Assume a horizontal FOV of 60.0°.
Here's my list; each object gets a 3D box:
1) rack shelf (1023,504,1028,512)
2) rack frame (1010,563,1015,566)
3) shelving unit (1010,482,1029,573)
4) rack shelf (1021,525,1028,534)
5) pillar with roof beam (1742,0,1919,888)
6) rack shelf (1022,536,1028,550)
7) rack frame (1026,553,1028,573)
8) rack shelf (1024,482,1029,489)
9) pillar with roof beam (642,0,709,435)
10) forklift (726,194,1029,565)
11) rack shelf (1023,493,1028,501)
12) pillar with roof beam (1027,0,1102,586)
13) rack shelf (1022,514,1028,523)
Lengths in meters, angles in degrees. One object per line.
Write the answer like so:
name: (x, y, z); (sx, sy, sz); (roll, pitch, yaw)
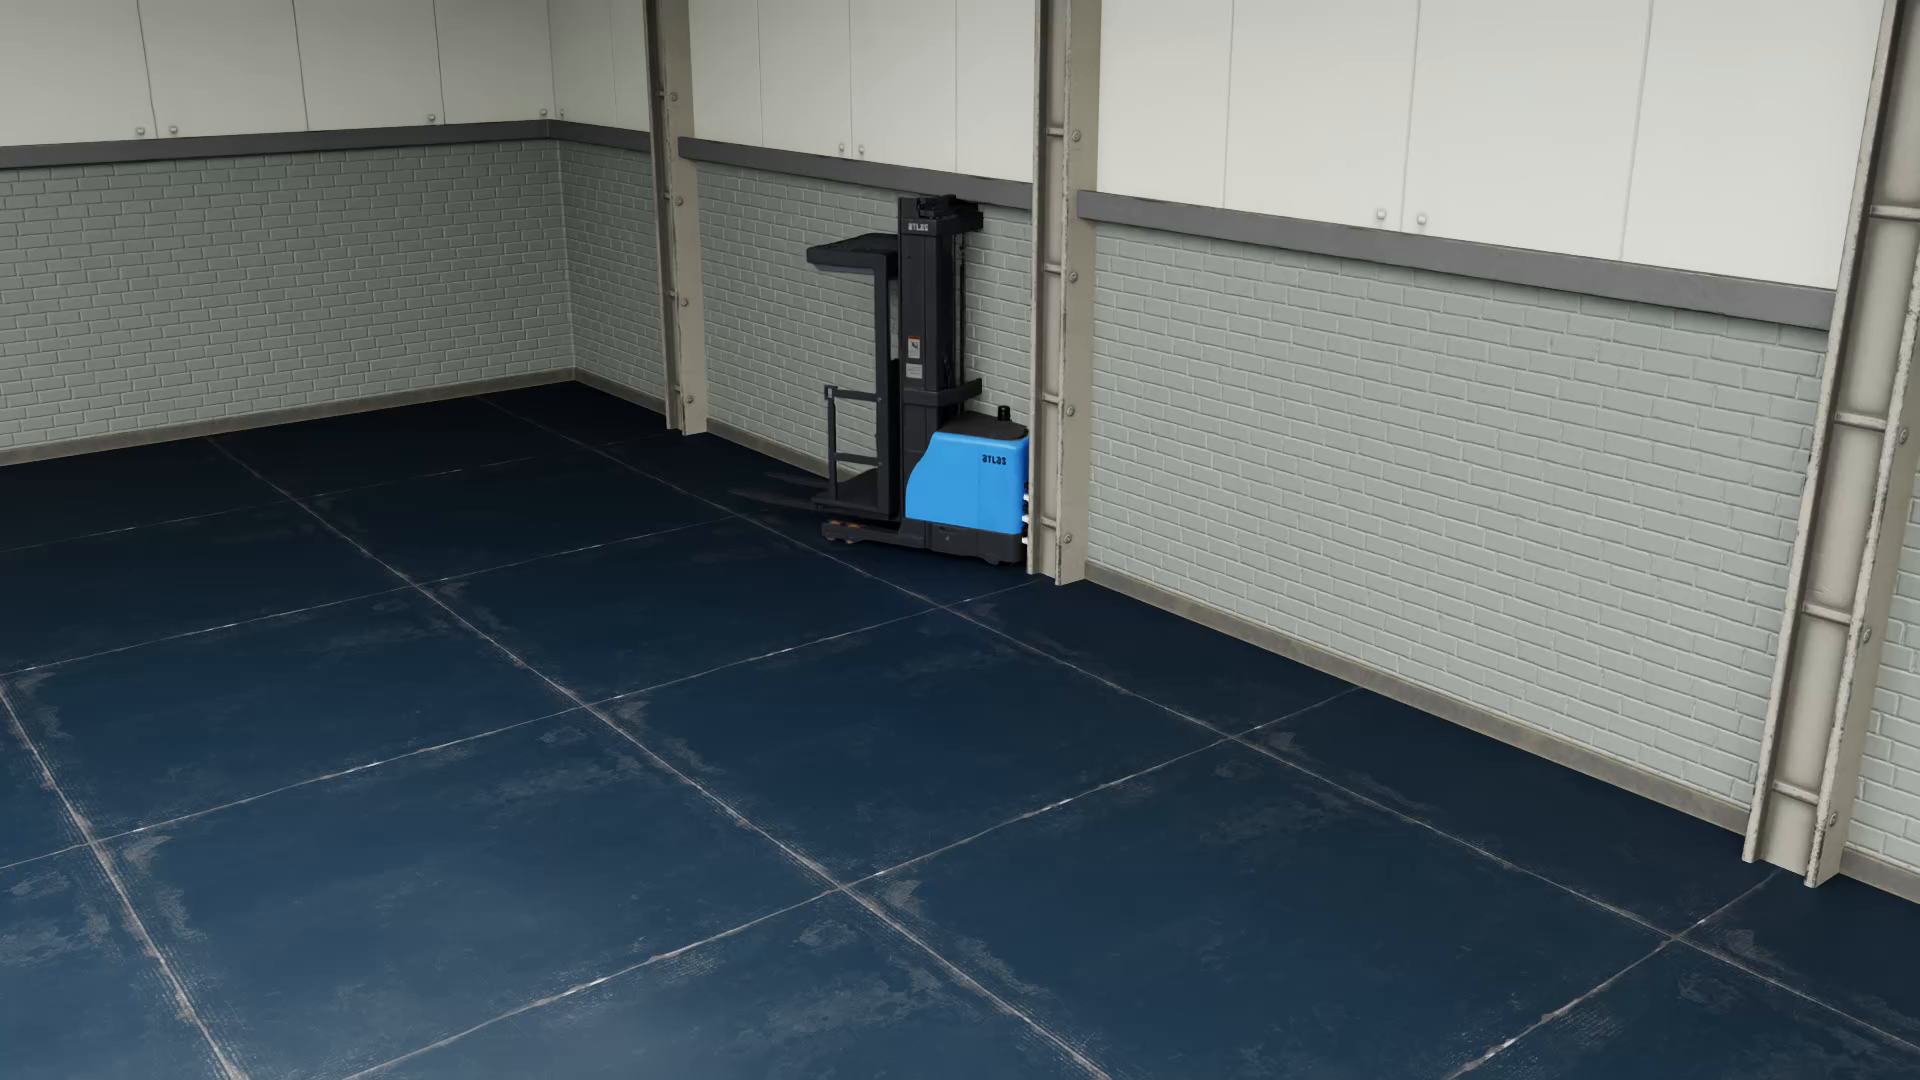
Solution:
rack shelf: (0.605, -0.259, 13.559); (0.258, 0.077, 0.200); (-9, 22, -38)
rack frame: (0.538, -0.233, 13.650); (0.240, 0.900, 0.006); (-9, 22, -38)
shelving unit: (0.601, -0.205, 13.576); (0.258, 0.900, 0.210); (-9, 22, -38)
rack shelf: (0.592, -0.088, 13.611); (0.258, 0.077, 0.200); (-9, 22, -38)
pillar with roof beam: (1.139, -1.667, 5.081); (9.100, 9.000, 0.400); (-14, 23, -36)
rack shelf: (0.585, -0.002, 13.638); (0.258, 0.077, 0.200); (-9, 22, -38)
rack frame: (0.665, -0.178, 13.501); (0.240, 0.900, 0.006); (-9, 22, -38)
rack shelf: (0.618, -0.431, 13.507); (0.258, 0.077, 0.200); (-9, 22, -38)
pillar with roof beam: (-6.312, -4.624, 14.011); (9.100, 9.000, 0.400); (-14, 23, -36)
forklift: (-0.619, -1.494, 14.212); (3.031, 2.935, 1.130); (9, 21, 26)
rack shelf: (0.612, -0.345, 13.533); (0.258, 0.077, 0.200); (-9, 22, -38)
pillar with roof beam: (-2.586, -3.146, 9.546); (9.100, 9.000, 0.400); (-14, 23, -36)
rack shelf: (0.599, -0.174, 13.585); (0.258, 0.077, 0.200); (-9, 22, -38)
